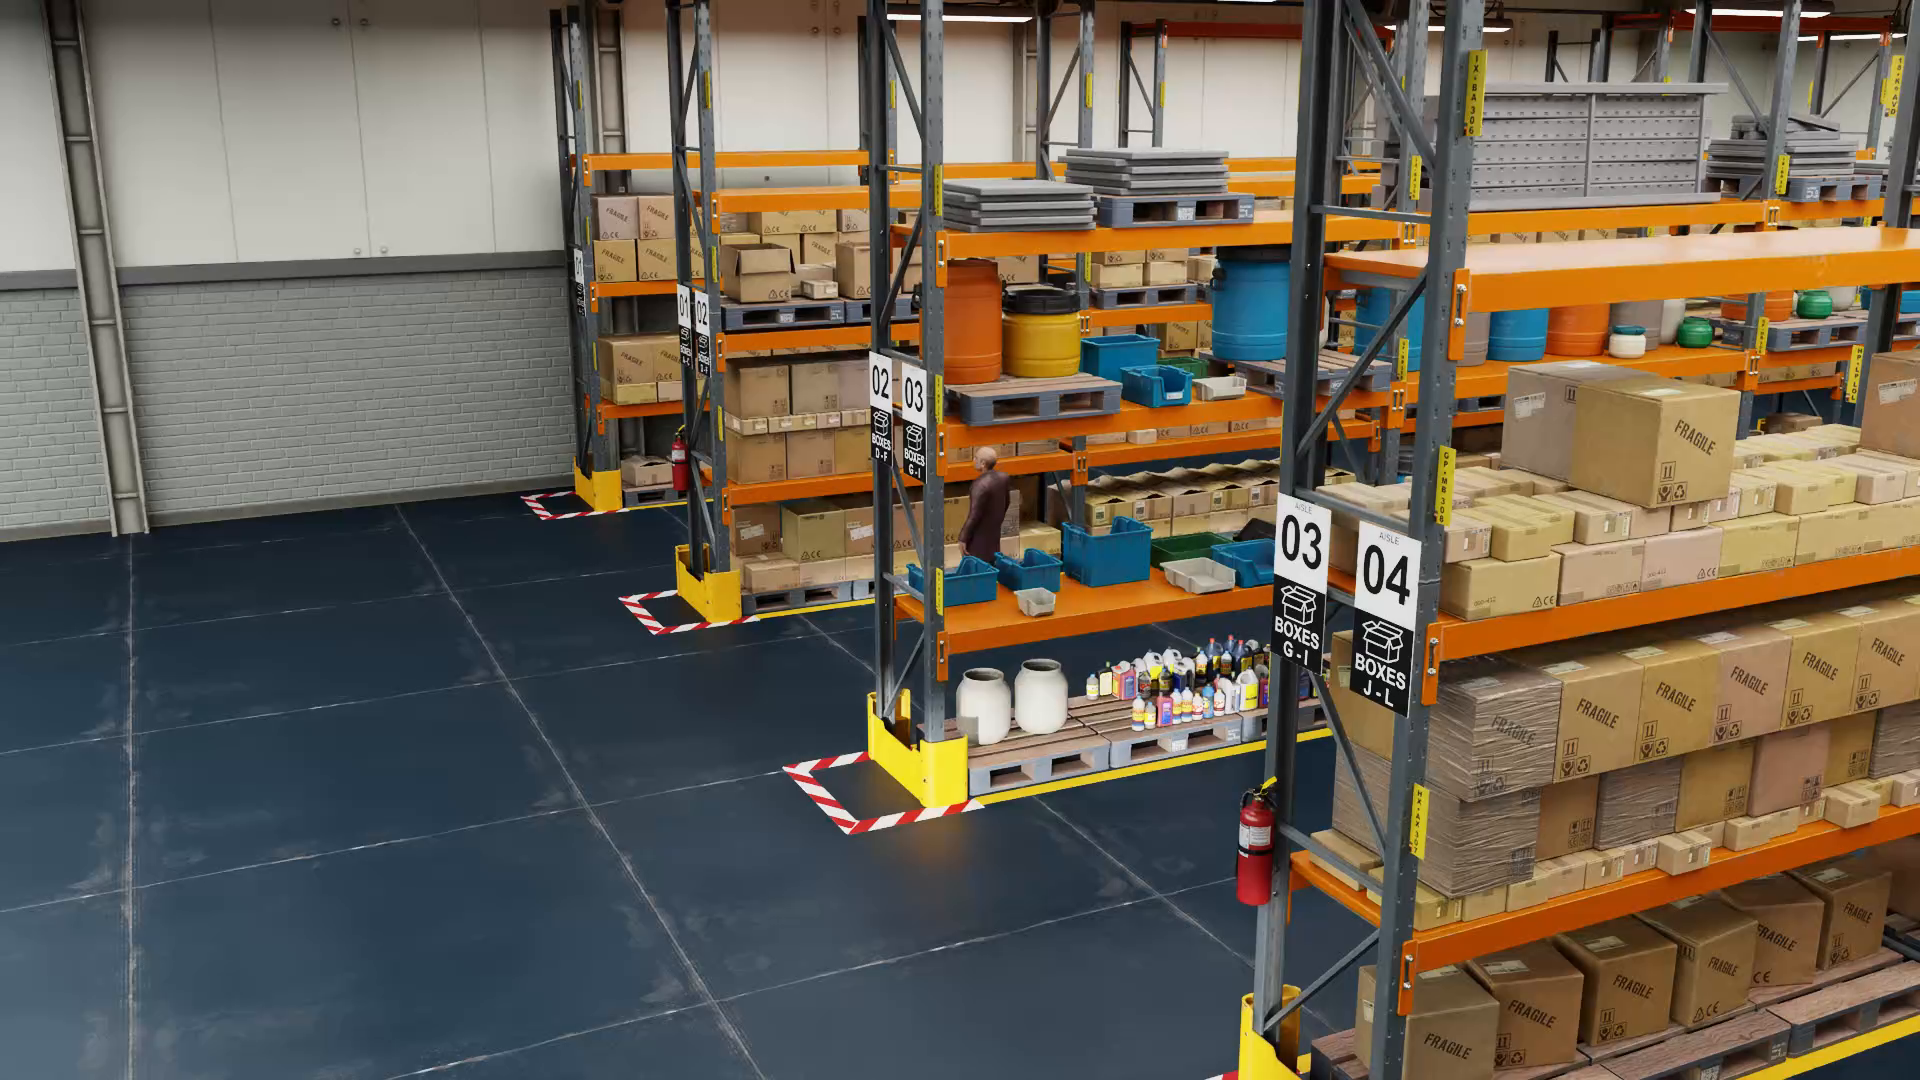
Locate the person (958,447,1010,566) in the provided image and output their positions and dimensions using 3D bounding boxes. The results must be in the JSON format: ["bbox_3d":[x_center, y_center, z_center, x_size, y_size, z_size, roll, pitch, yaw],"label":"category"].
[{"bbox_3d":[0.135,-0.047,16.051,0.579,1.779,0.697,9,18,31],"label":"person"}]
